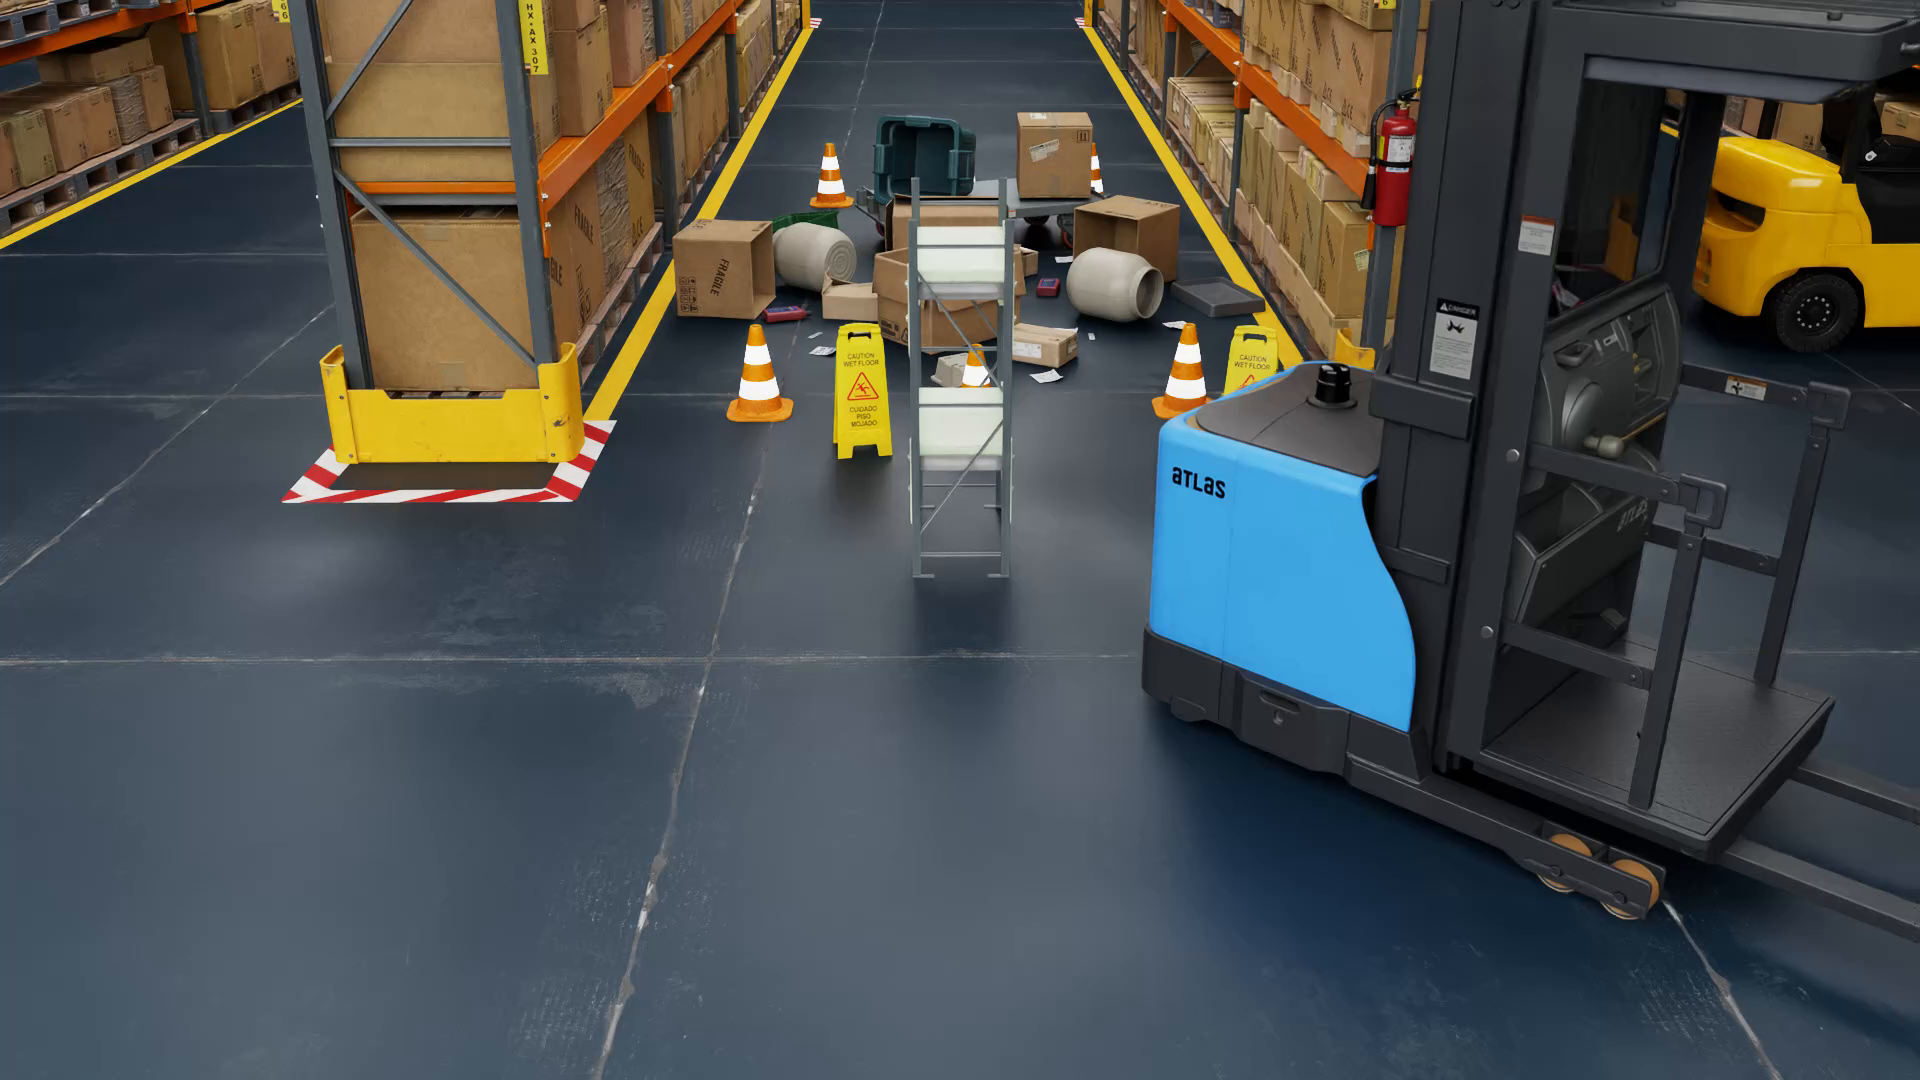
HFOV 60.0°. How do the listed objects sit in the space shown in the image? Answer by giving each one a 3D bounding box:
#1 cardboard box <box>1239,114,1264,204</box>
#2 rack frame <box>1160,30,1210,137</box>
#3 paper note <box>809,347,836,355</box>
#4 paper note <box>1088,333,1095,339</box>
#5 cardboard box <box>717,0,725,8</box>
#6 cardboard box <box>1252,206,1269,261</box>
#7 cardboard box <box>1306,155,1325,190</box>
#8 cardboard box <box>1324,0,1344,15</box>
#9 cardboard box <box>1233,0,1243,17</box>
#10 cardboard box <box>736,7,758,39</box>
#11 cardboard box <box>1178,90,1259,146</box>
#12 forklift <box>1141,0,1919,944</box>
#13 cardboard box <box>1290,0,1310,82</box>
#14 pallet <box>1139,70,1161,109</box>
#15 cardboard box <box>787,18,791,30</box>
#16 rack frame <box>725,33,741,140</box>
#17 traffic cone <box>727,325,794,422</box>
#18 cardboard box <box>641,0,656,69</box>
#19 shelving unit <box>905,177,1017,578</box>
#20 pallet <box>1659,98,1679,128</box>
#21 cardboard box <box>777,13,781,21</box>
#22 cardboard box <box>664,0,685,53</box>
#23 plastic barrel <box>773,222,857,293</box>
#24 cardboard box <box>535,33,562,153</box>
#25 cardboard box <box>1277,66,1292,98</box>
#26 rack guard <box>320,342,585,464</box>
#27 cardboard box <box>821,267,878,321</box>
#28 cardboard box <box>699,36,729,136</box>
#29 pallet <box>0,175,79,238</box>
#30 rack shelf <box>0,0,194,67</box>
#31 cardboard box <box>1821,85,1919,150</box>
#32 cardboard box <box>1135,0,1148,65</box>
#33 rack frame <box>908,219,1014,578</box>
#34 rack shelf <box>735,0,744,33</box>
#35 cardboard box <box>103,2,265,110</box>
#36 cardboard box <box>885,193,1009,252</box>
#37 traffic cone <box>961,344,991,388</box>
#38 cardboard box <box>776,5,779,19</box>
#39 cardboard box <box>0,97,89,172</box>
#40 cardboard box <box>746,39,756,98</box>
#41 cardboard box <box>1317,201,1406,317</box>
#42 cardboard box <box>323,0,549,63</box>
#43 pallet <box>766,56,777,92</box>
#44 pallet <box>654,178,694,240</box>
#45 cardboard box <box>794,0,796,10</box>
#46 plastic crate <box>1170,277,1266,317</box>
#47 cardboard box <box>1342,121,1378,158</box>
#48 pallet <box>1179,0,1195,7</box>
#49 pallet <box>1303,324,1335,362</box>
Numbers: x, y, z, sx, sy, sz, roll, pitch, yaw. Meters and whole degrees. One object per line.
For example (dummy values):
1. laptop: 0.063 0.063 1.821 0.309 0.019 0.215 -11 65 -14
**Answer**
1. cardboard box: 2.177 -2.569 11.208 0.500 0.500 0.500 1 24 2
2. rack frame: 2.397 -5.182 15.067 1.000 3.000 0.127 0 24 -1
3. paper note: -0.783 -1.104 9.656 0.144 0.017 0.142 8 26 18
4. paper note: 0.786 -1.216 9.926 0.032 0.001 0.123 0 24 -1
5. cardboard box: -2.274 -4.773 14.043 0.500 0.500 0.500 0 24 -1
6. cardboard box: 2.194 -2.008 10.876 0.500 0.250 0.500 1 24 2
7. cardboard box: 2.144 -2.044 9.260 0.380 0.149 0.250 0 24 0
8. cardboard box: 2.262 -2.940 8.414 0.700 0.500 0.500 0 24 0
9. cardboard box: 2.159 -3.821 11.854 0.380 0.149 0.250 0 24 0
10. cardboard box: -2.315 -5.210 16.743 0.500 0.250 0.500 0 24 0
11. cardboard box: 2.409 -3.639 14.335 0.950 0.372 0.625 -1 24 -2
12. forklift: 2.069 -0.480 4.755 3.031 2.935 1.130 21 32 38
13. cardboard box: 2.213 -2.910 9.562 0.500 0.500 0.500 0 24 0
14. pallet: 2.453 -4.738 17.469 1.003 0.211 1.213 0 24 -1
15. cardboard box: -2.340 -6.557 21.057 0.380 0.149 0.250 0 24 0
16. rack frame: -2.552 -5.118 14.925 1.000 3.000 0.127 0 24 -1
17. traffic cone: -1.050 -0.891 8.657 0.336 0.463 0.334 0 24 -1
18. cardboard box: -2.492 -3.386 10.914 0.875 0.550 0.550 0 24 -1
19. shelving unit: 0.000 -0.681 6.935 0.431 1.500 0.755 0 24 -1
20. pallet: 7.390 -4.243 16.375 1.003 0.211 1.213 0 24 -1
21. cardboard box: -2.390 -6.373 20.291 0.380 0.149 0.250 1 24 2
22. cardboard box: -2.245 -3.733 11.742 0.500 0.500 0.500 0 24 0
23. plastic barrel: -0.962 -1.835 10.794 0.512 0.421 0.421 19 30 35
24. cardboard box: -2.542 -2.269 8.444 0.875 0.550 0.550 0 24 -1
25. cardboard box: 2.128 -2.760 10.018 0.380 0.149 0.250 0 24 0
26. rack guard: -2.464 -0.672 8.130 1.175 0.500 0.348 0 24 -1
27. cardboard box: -0.648 -1.524 10.297 0.396 0.266 0.258 4 25 9
28. cardboard box: -2.635 -4.033 14.747 1.050 0.750 0.750 -1 24 -1
29. pallet: -7.479 -2.539 12.608 1.003 0.211 1.213 0 24 -1
30. rack shelf: -7.491 -3.985 13.294 1.077 0.370 4.000 0 24 -1
31. cardboard box: 7.386 -3.201 13.060 0.875 0.625 0.625 0 24 -1
32. cardboard box: 2.440 -5.798 18.498 0.875 0.875 0.875 0 24 1
33. rack frame: 0.004 -0.530 6.601 0.400 1.500 0.023 0 24 -1
34. rack shelf: -2.574 -5.614 16.896 1.077 0.370 4.000 0 24 -1
35. cardboard box: -7.499 -4.645 15.948 1.225 0.875 0.875 -1 24 -3
36. cardboard box: -0.085 -1.907 10.692 0.797 0.637 0.503 0 24 -1
37. traffic cone: 0.083 -0.756 8.359 0.336 0.463 0.334 0 24 -1
38. cardboard box: -2.336 -6.186 19.516 0.380 0.149 0.250 1 24 2
39. cardboard box: -7.447 -3.231 13.252 0.700 0.500 0.500 -2 24 -5
40. cardboard box: -2.313 -4.670 16.459 0.500 0.500 0.500 0 24 0
41. cardboard box: 2.215 -1.494 8.831 0.500 0.500 0.500 0 24 0
42. cardboard box: -2.430 -2.535 7.722 0.875 0.550 0.550 0 24 -1
43. pallet: -2.585 -5.175 18.435 1.003 0.211 1.213 0 24 -1
44. pallet: -2.592 -2.517 12.558 1.003 0.211 1.213 0 24 -1
45. cardboard box: -2.340 -7.012 21.702 0.380 0.149 0.250 -1 24 -3
46. plastic crate: 1.638 -1.552 10.585 0.402 0.080 0.583 -9 26 -19
47. cardboard box: 2.153 -2.028 8.398 0.380 0.149 0.250 -1 24 -1
48. pallet: 2.511 -4.801 14.458 1.213 0.211 1.003 0 24 -1
49. pallet: 2.510 -0.981 9.162 1.003 0.211 1.213 0 24 -1
